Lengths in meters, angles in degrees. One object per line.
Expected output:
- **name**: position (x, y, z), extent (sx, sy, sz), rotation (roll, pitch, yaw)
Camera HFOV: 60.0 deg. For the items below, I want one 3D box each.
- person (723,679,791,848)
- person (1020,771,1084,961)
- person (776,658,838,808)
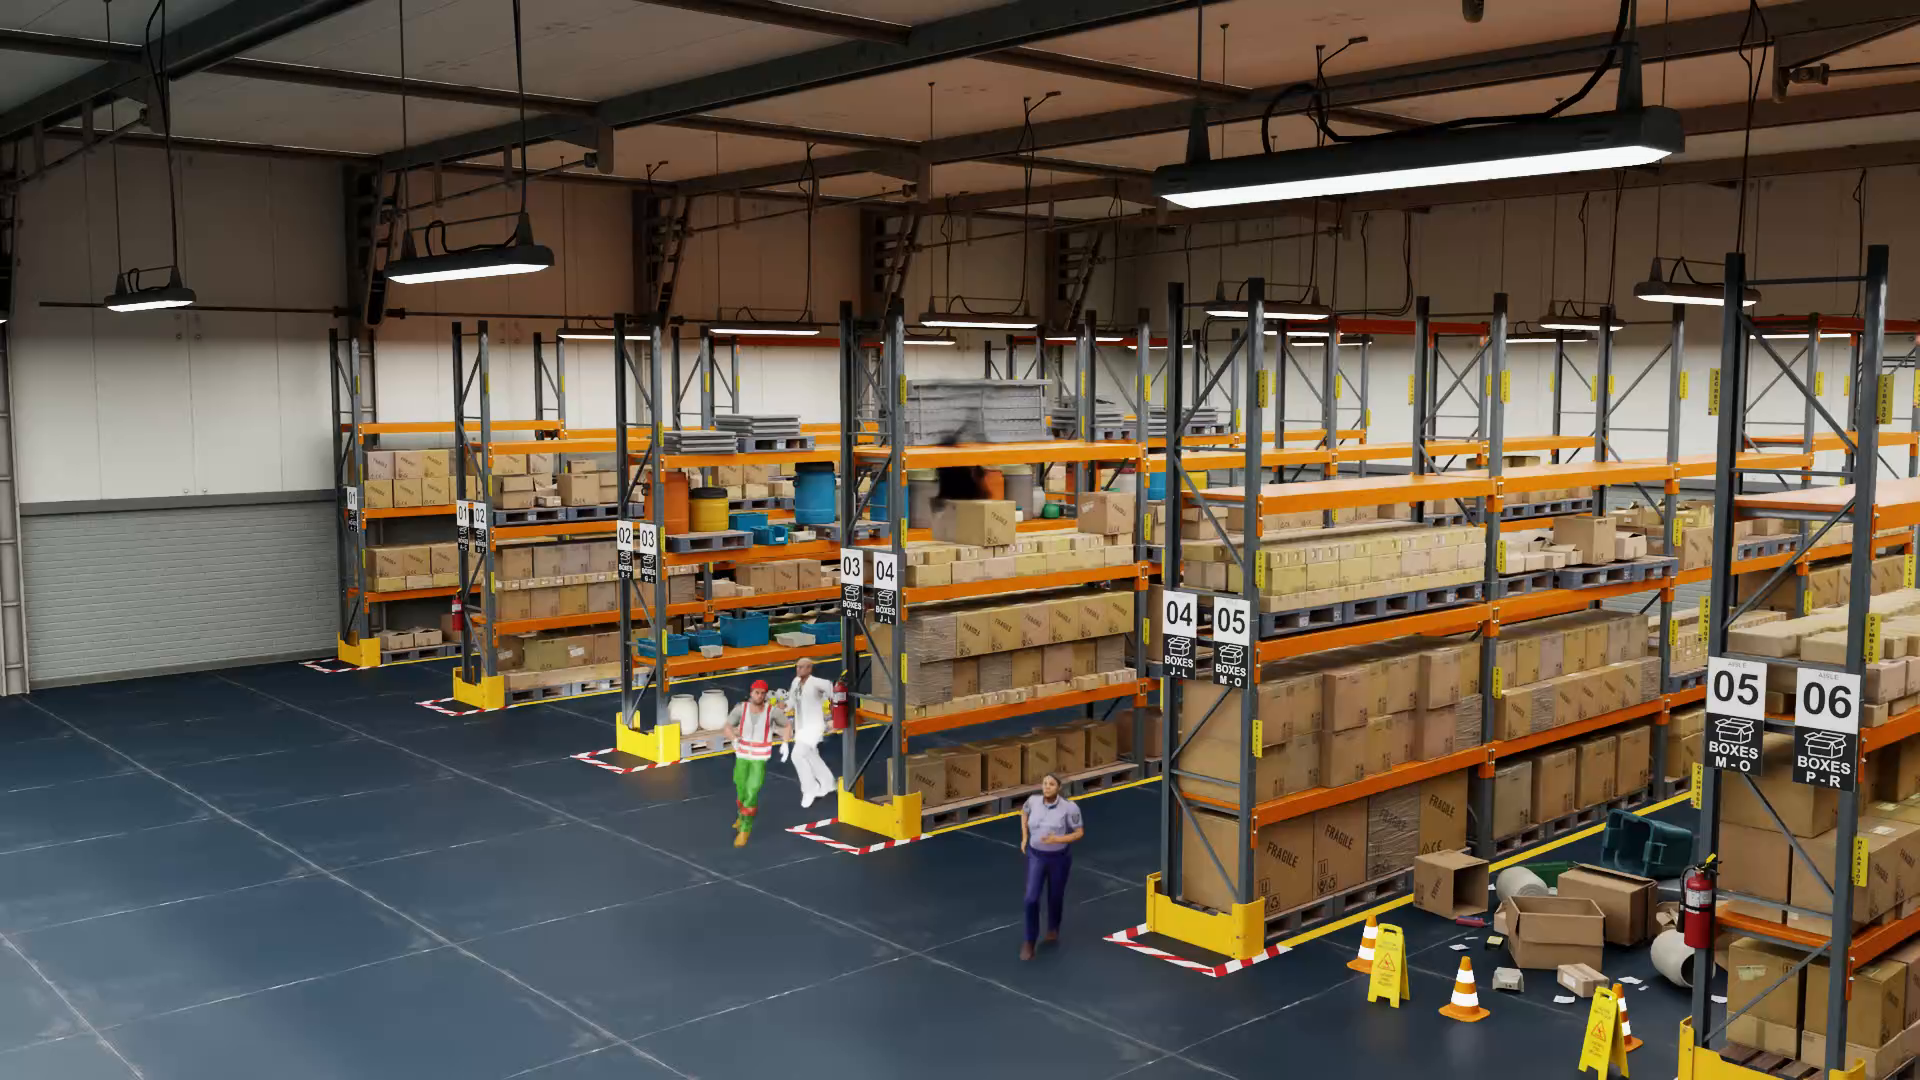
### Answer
- **person**: position (-2.279, 2.445, 18.493), extent (0.724, 1.807, 0.778), rotation (1, 6, 8)
- **person**: position (0.816, 2.896, 14.881), extent (0.595, 1.693, 0.674), rotation (1, 6, 10)
- **person**: position (-1.820, 2.306, 20.158), extent (0.860, 1.789, 0.730), rotation (-5, 7, -41)
